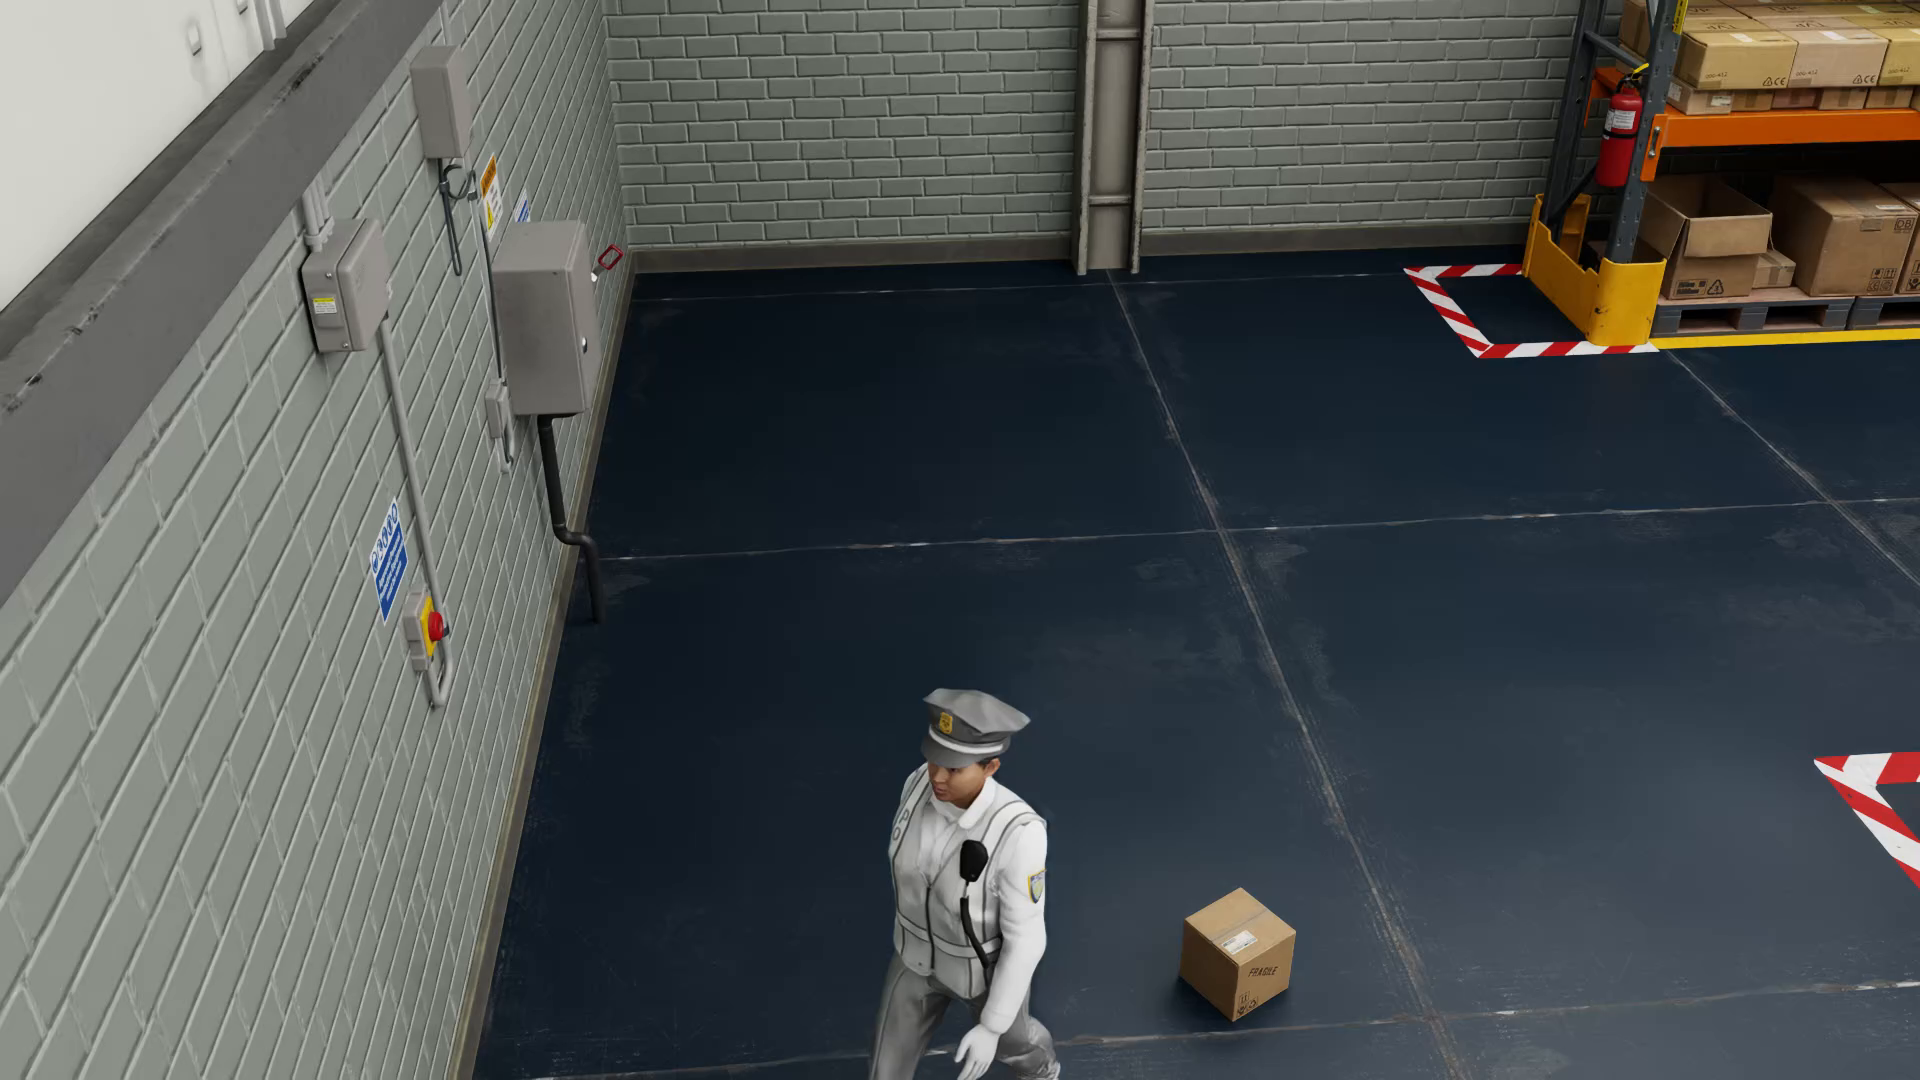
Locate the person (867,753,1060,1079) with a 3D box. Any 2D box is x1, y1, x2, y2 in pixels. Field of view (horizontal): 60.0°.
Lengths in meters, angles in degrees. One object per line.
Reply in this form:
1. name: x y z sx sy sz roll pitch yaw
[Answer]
1. person: -0.019 1.122 4.280 0.502 1.594 0.971 19 36 29
